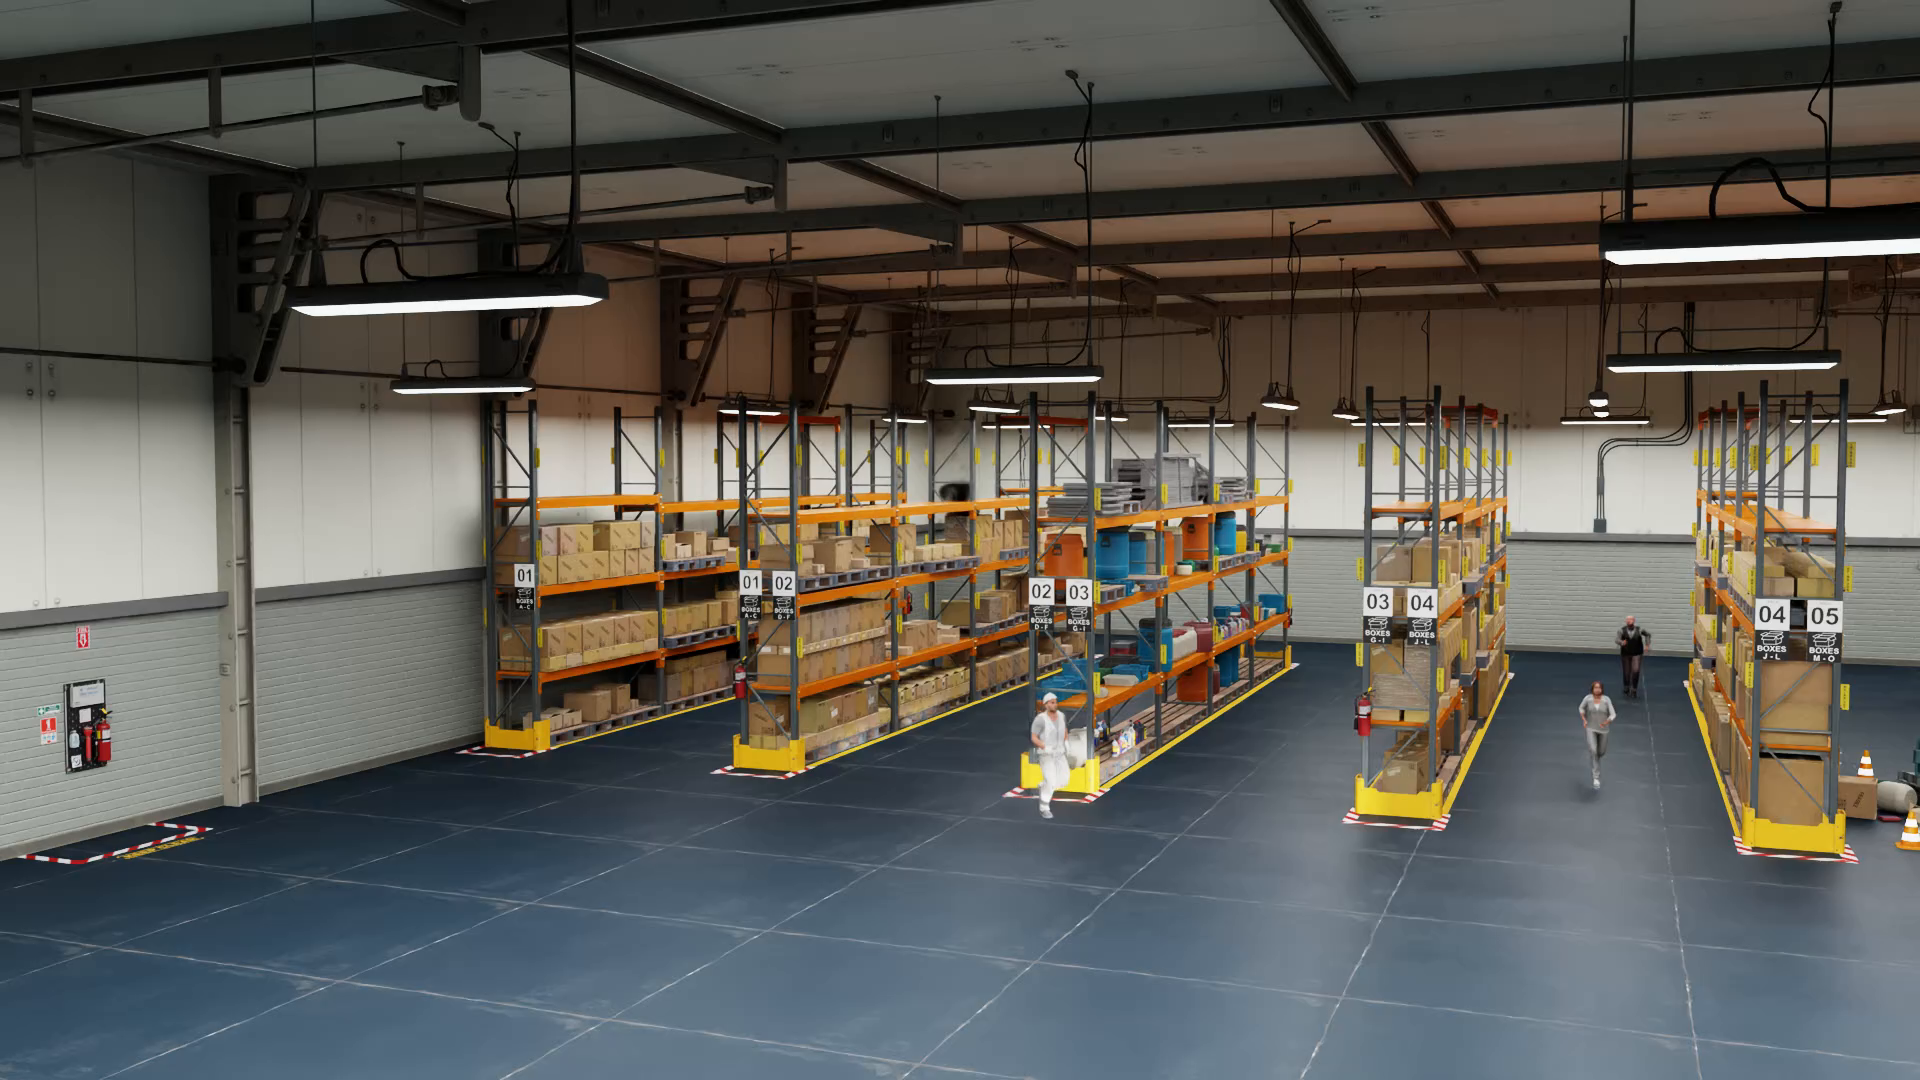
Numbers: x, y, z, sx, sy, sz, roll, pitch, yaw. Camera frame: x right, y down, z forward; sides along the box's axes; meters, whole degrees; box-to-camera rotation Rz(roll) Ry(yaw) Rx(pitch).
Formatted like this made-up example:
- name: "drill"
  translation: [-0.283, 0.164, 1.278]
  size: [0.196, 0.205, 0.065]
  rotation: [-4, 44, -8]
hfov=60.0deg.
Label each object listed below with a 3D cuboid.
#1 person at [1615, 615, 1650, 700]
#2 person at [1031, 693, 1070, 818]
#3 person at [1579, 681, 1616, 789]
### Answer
- name: "person"
  translation: [14.007, 2.437, 34.660]
  size: [0.658, 1.756, 0.886]
  rotation: [2, 3, 28]
- name: "person"
  translation: [1.281, 2.994, 23.203]
  size: [0.696, 1.744, 0.665]
  rotation: [-2, 3, -34]
- name: "person"
  translation: [9.816, 2.957, 25.608]
  size: [0.508, 1.591, 1.030]
  rotation: [1, 3, 11]
